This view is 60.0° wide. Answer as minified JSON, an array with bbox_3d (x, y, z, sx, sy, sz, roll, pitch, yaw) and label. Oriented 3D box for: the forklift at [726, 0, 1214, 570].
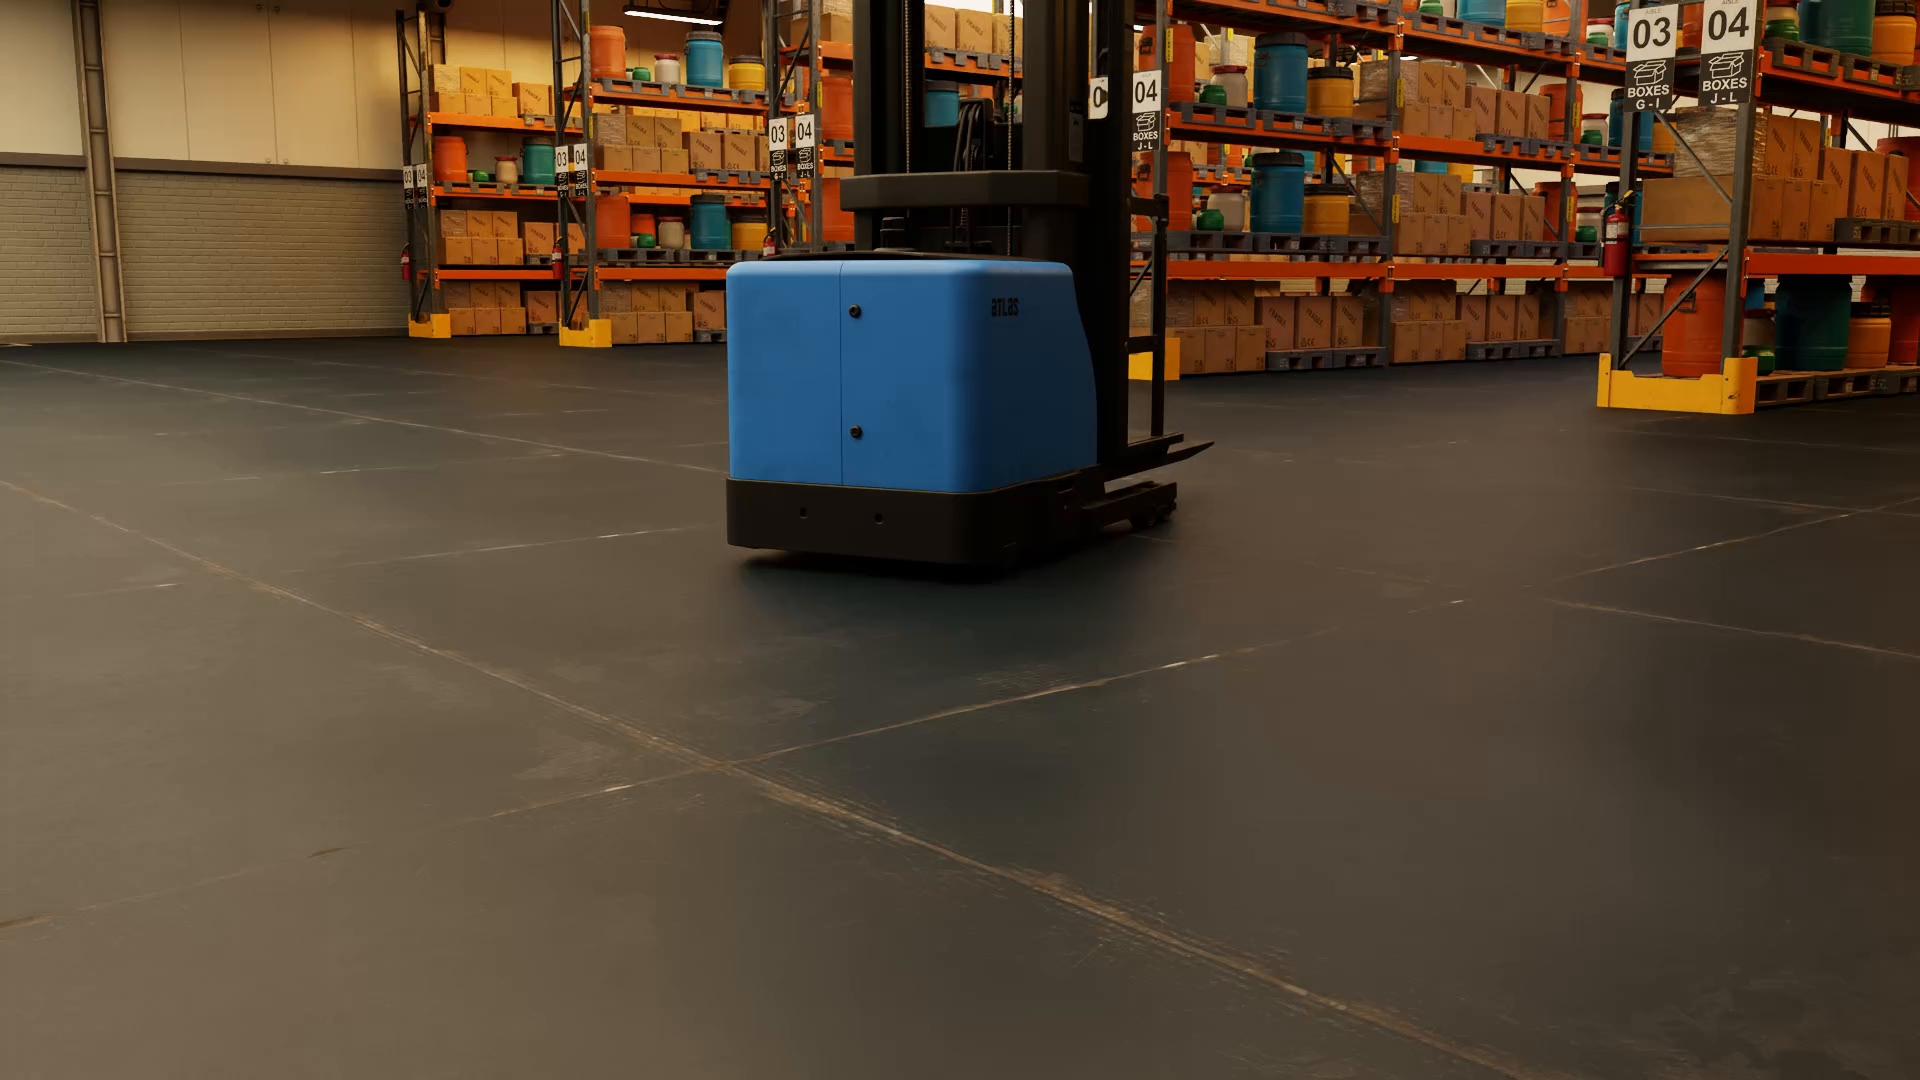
[{"bbox_3d":[0.275,-1.531,6.852,1.130,2.935,3.031,4,10,26],"label":"forklift"}]
